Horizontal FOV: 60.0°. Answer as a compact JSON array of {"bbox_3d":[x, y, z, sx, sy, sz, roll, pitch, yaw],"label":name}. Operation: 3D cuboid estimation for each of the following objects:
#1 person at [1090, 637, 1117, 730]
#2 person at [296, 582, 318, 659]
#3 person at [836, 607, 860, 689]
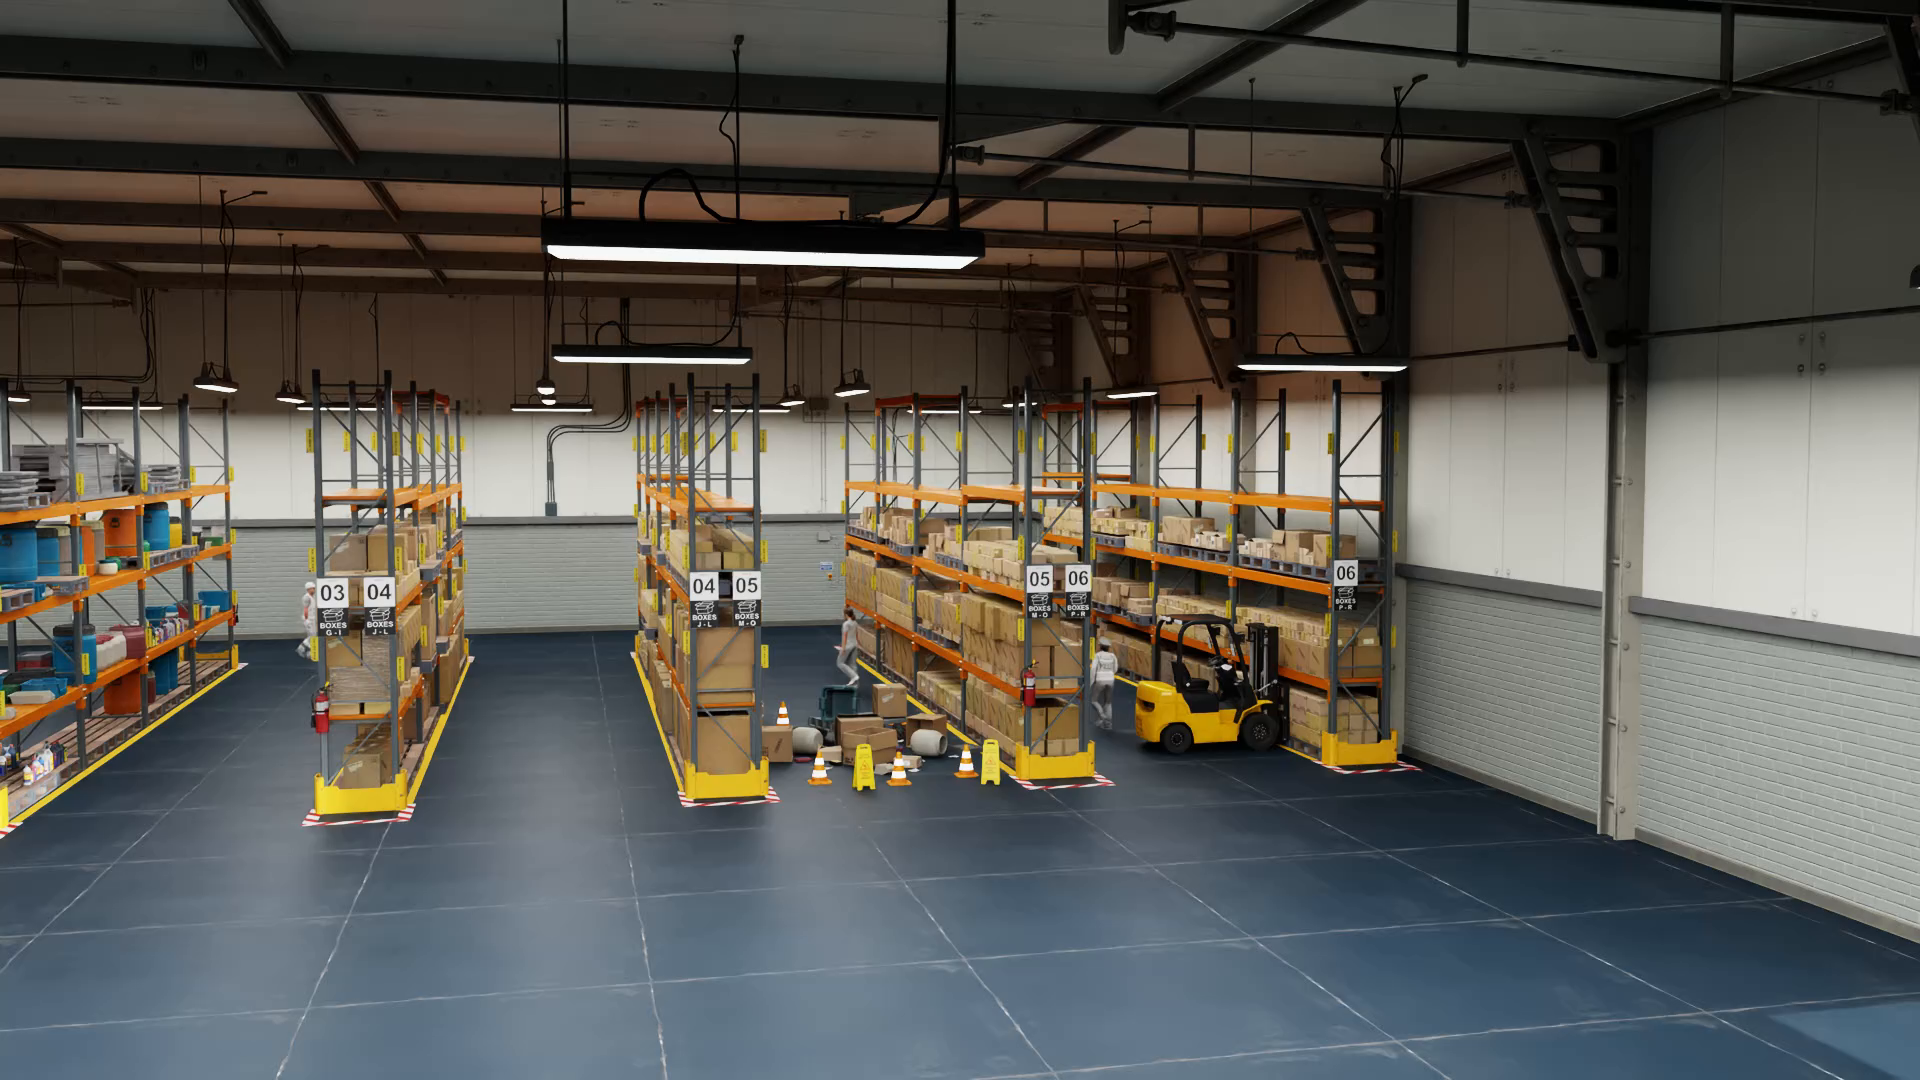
[{"bbox_3d":[2.528,2.515,29.352,0.570,1.599,0.721,-1,3,-12],"label":"person"},{"bbox_3d":[-15.092,1.869,38.490,0.488,1.790,0.582,-1,3,-16],"label":"person"},{"bbox_3d":[-2.210,2.206,33.847,0.507,1.670,0.496,2,4,33],"label":"person"}]
